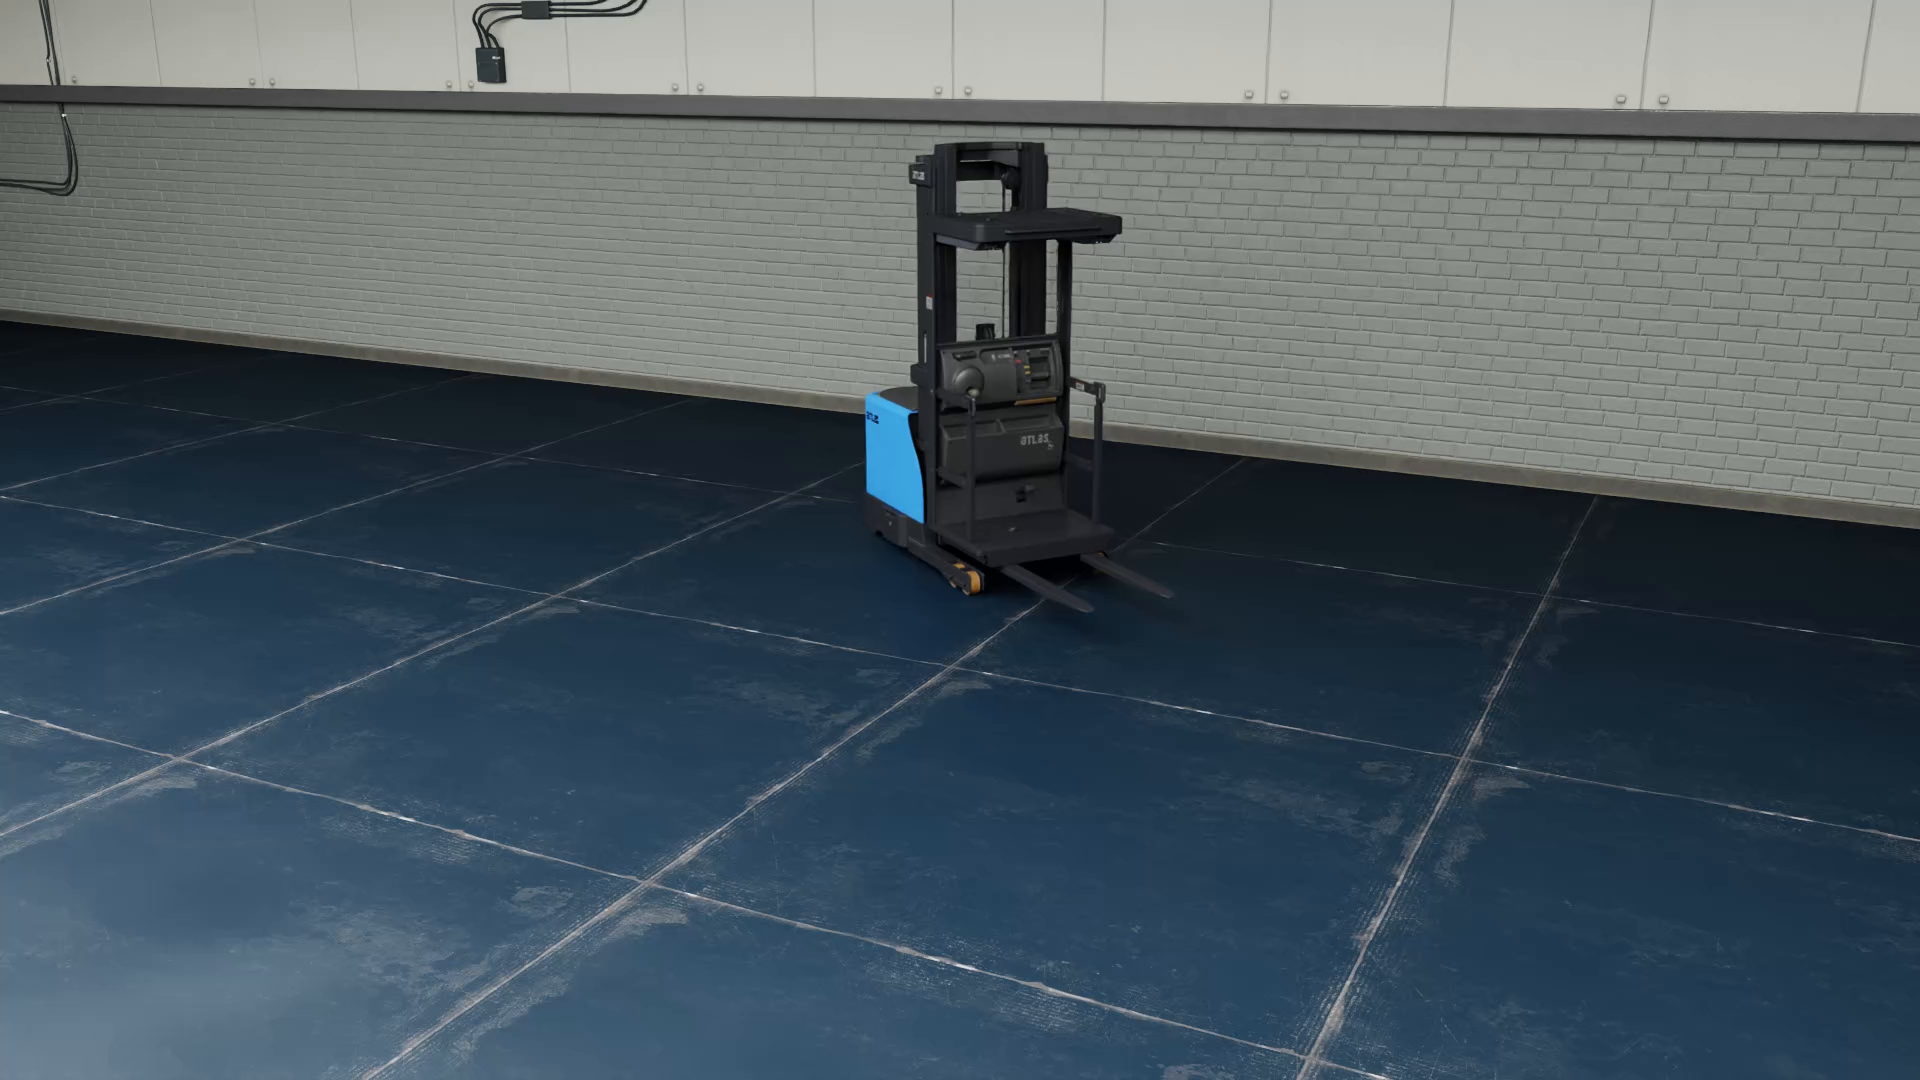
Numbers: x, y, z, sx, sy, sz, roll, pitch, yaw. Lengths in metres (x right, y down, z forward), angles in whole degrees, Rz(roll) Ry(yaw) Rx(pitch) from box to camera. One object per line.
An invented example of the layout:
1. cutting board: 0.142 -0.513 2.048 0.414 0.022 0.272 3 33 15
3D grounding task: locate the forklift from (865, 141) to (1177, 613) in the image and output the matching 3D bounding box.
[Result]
1. forklift: 0.391 -1.175 11.333 1.130 2.935 3.031 -8 18 -26

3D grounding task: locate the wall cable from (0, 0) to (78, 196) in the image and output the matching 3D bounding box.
1. wall cable: -12.606 -5.742 21.506 3.097 2.526 0.112 8 18 25

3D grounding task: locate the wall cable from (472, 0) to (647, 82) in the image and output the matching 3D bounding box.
1. wall cable: -4.120 -7.649 16.500 2.305 6.003 0.169 8 18 25
